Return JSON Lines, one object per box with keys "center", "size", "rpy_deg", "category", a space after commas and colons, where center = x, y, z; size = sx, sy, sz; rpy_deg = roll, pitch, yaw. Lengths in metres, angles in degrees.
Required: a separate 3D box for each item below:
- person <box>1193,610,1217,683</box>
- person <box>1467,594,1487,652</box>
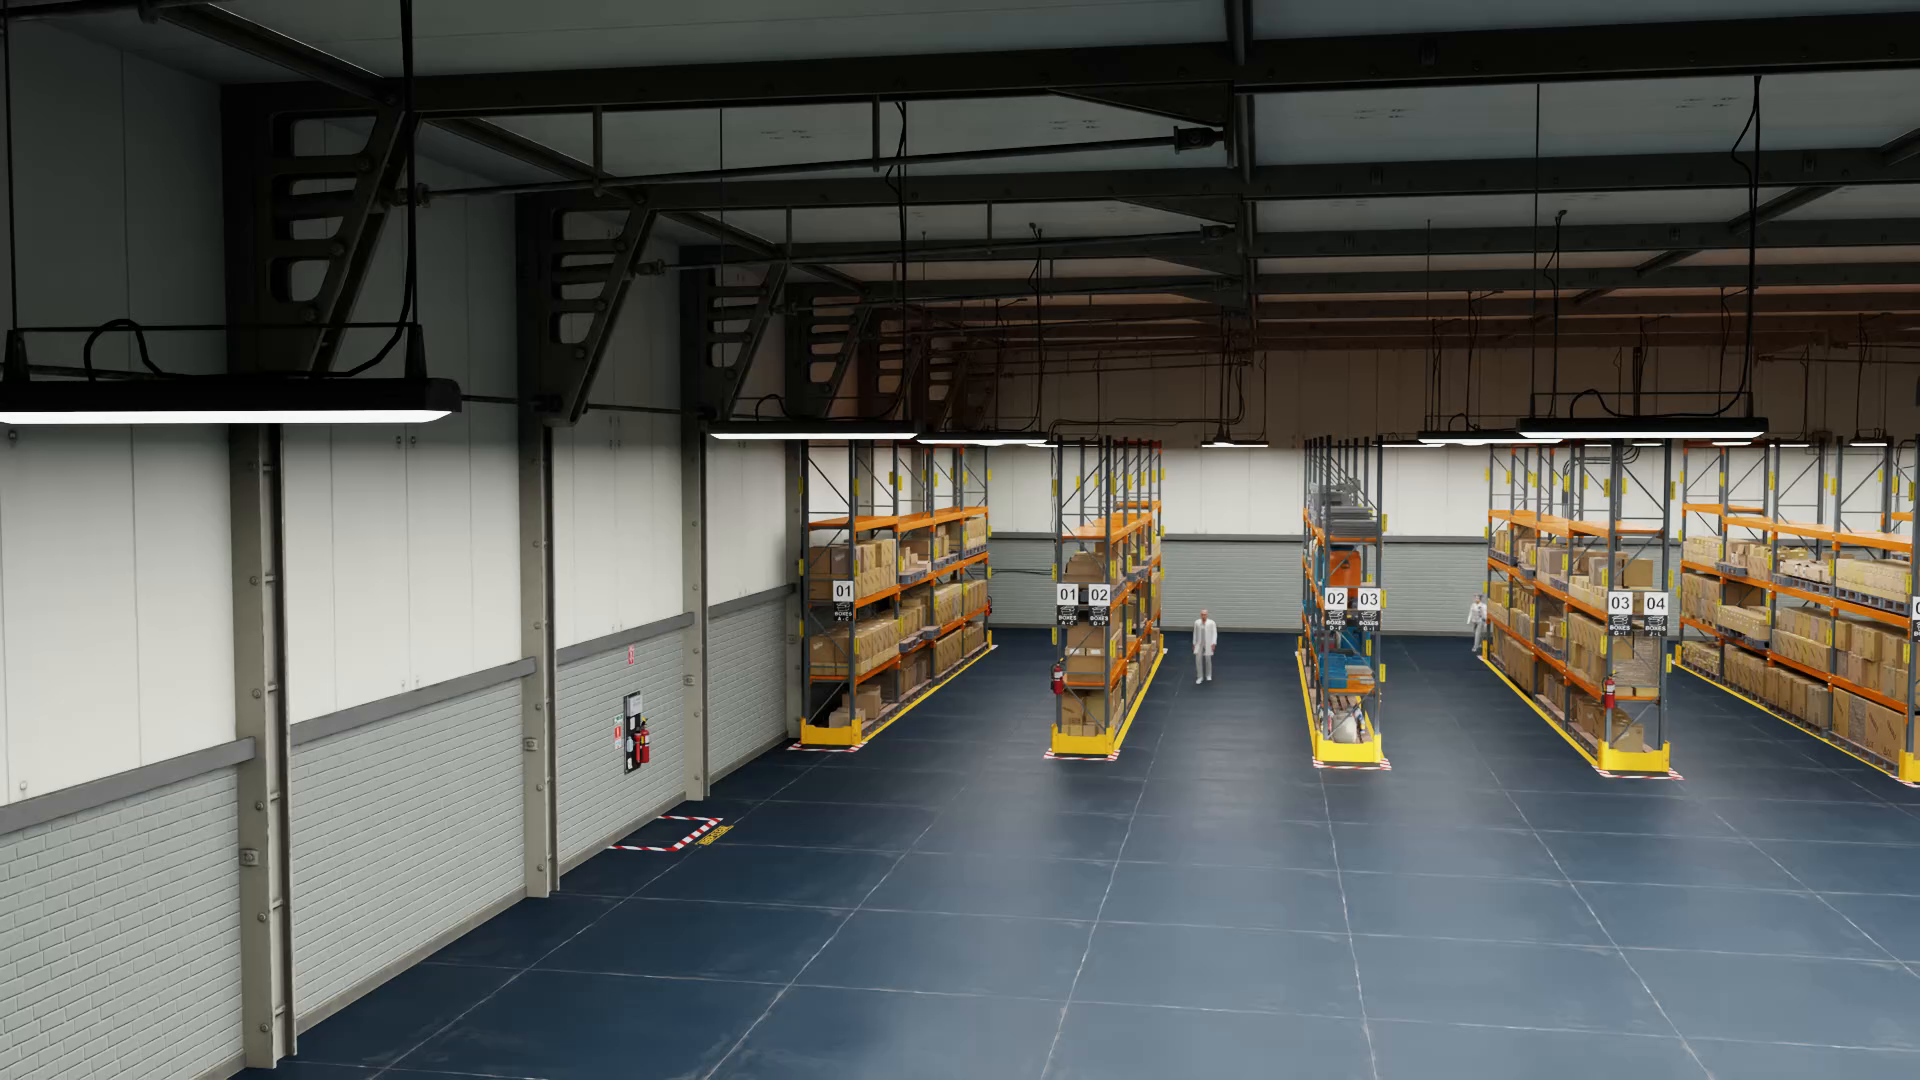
{"center": [6.040, 2.632, 41.073], "size": [0.651, 1.827, 0.658], "rpy_deg": [1, 3, 25], "category": "person"}
{"center": [14.751, 2.332, 47.321], "size": [0.529, 1.620, 1.063], "rpy_deg": [3, 4, 42], "category": "person"}
